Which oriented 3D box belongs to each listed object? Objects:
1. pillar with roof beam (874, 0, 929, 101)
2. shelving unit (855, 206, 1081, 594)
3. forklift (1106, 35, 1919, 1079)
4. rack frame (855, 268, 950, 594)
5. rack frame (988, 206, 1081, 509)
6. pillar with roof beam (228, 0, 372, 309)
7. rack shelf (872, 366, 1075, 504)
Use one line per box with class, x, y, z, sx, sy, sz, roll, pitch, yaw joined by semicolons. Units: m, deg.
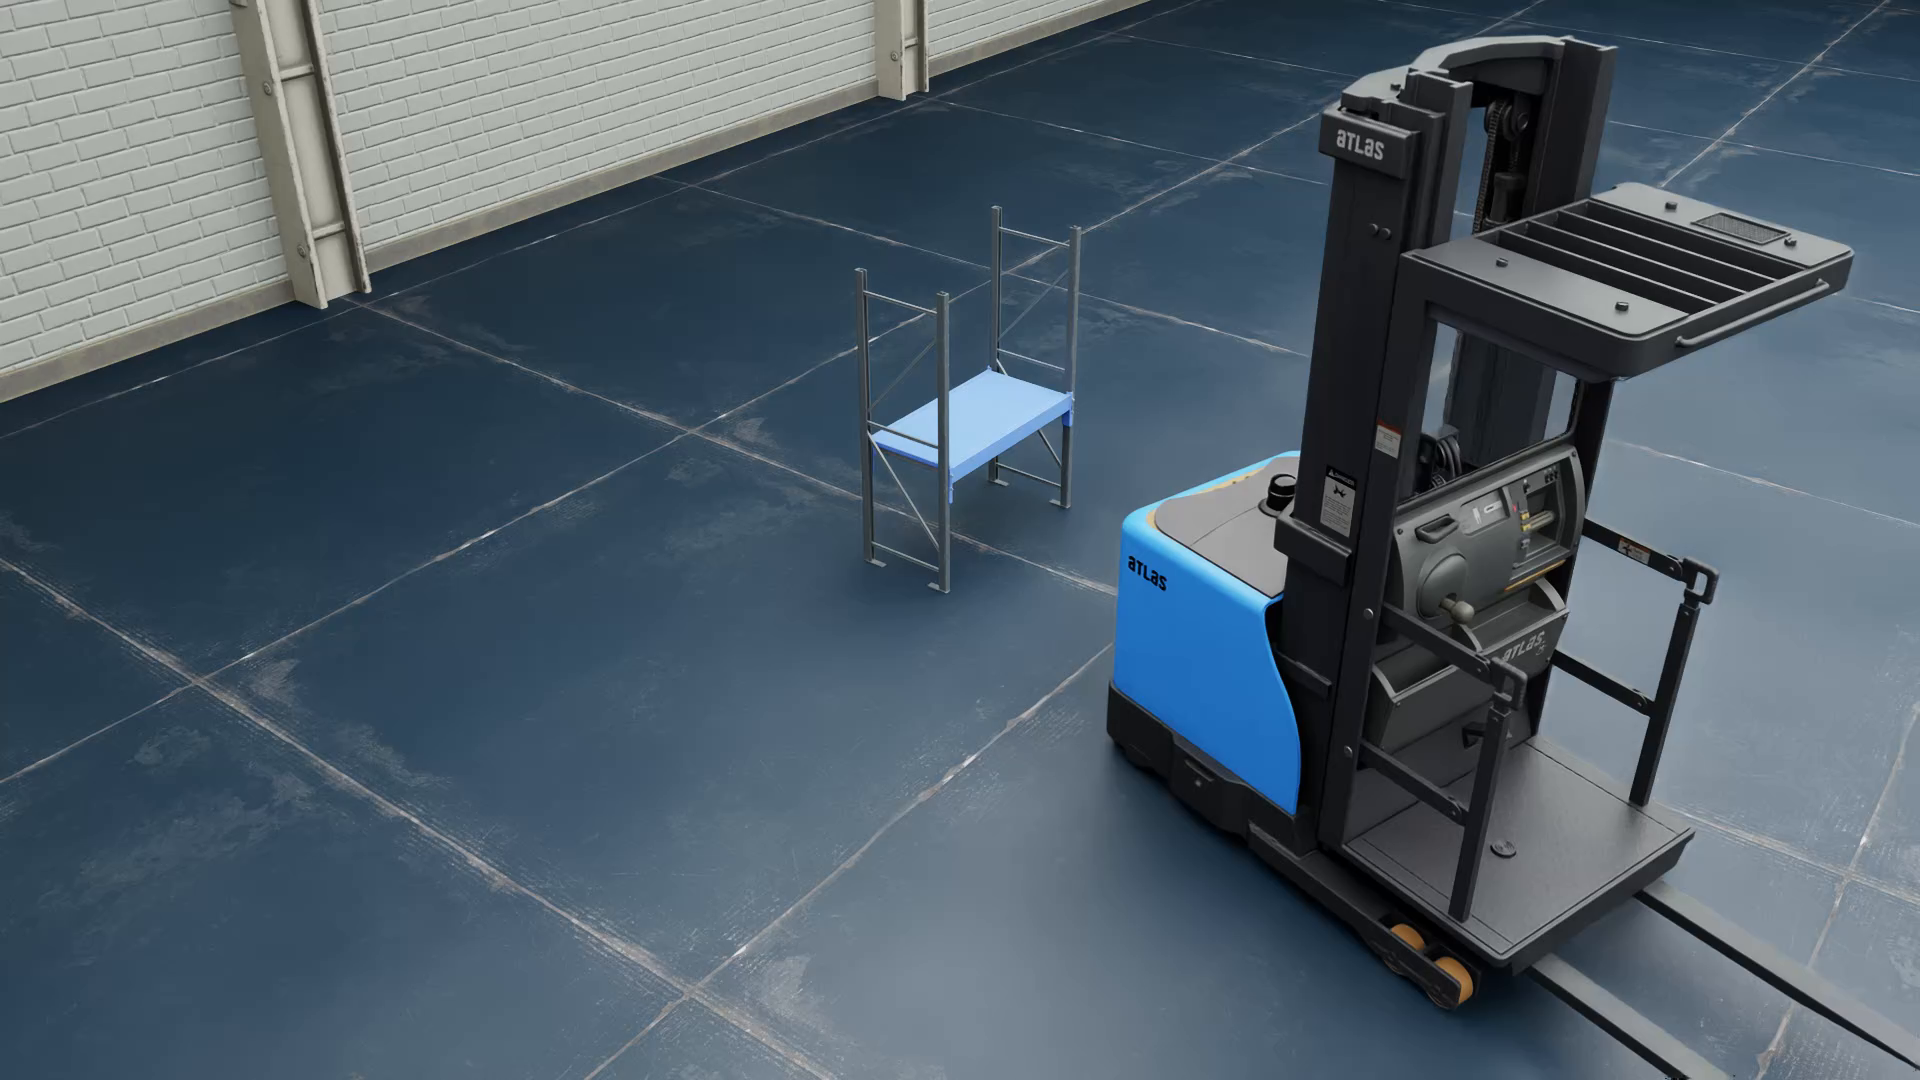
pillar with roof beam;2.911;-6.607;10.572;9.100;9.000;0.400;21;37;31
shelving unit;0.052;-0.680;7.926;0.538;1.500;1.048;21;37;31
forklift;1.875;0.028;5.328;1.130;2.935;3.031;-21;36;-31
rack frame;-0.255;-0.473;7.577;0.500;1.500;0.032;21;37;31
rack frame;0.358;-0.887;8.275;0.500;1.500;0.032;21;37;31
pillar with roof beam;-0.711;-4.168;6.457;9.100;9.000;0.400;21;37;31
rack shelf;0.052;-0.525;8.018;0.538;0.185;1.000;21;37;31
